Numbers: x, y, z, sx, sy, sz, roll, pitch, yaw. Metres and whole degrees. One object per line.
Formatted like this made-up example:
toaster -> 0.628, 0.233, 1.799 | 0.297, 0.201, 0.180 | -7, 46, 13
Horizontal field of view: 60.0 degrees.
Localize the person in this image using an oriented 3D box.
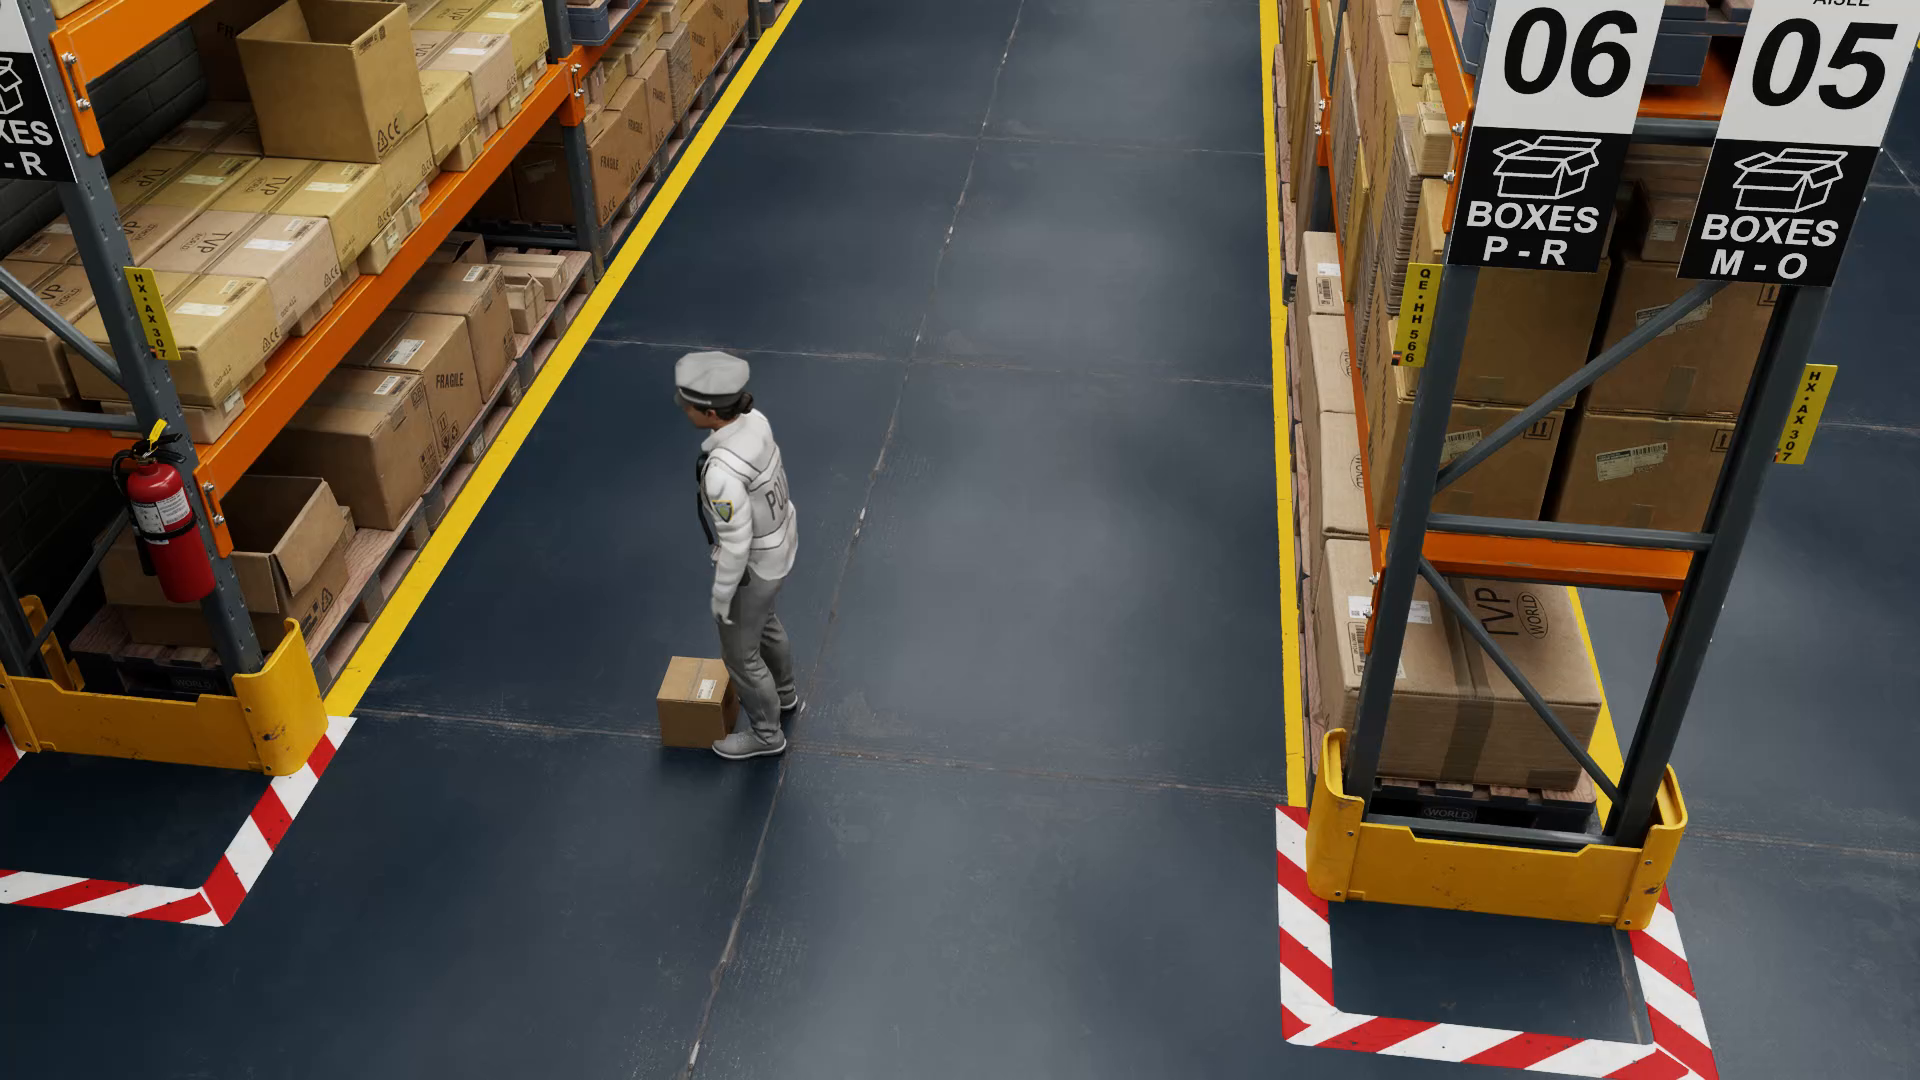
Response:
person -> -0.779, 0.078, 6.038 | 0.372, 1.664, 0.528 | 5, 37, 6
